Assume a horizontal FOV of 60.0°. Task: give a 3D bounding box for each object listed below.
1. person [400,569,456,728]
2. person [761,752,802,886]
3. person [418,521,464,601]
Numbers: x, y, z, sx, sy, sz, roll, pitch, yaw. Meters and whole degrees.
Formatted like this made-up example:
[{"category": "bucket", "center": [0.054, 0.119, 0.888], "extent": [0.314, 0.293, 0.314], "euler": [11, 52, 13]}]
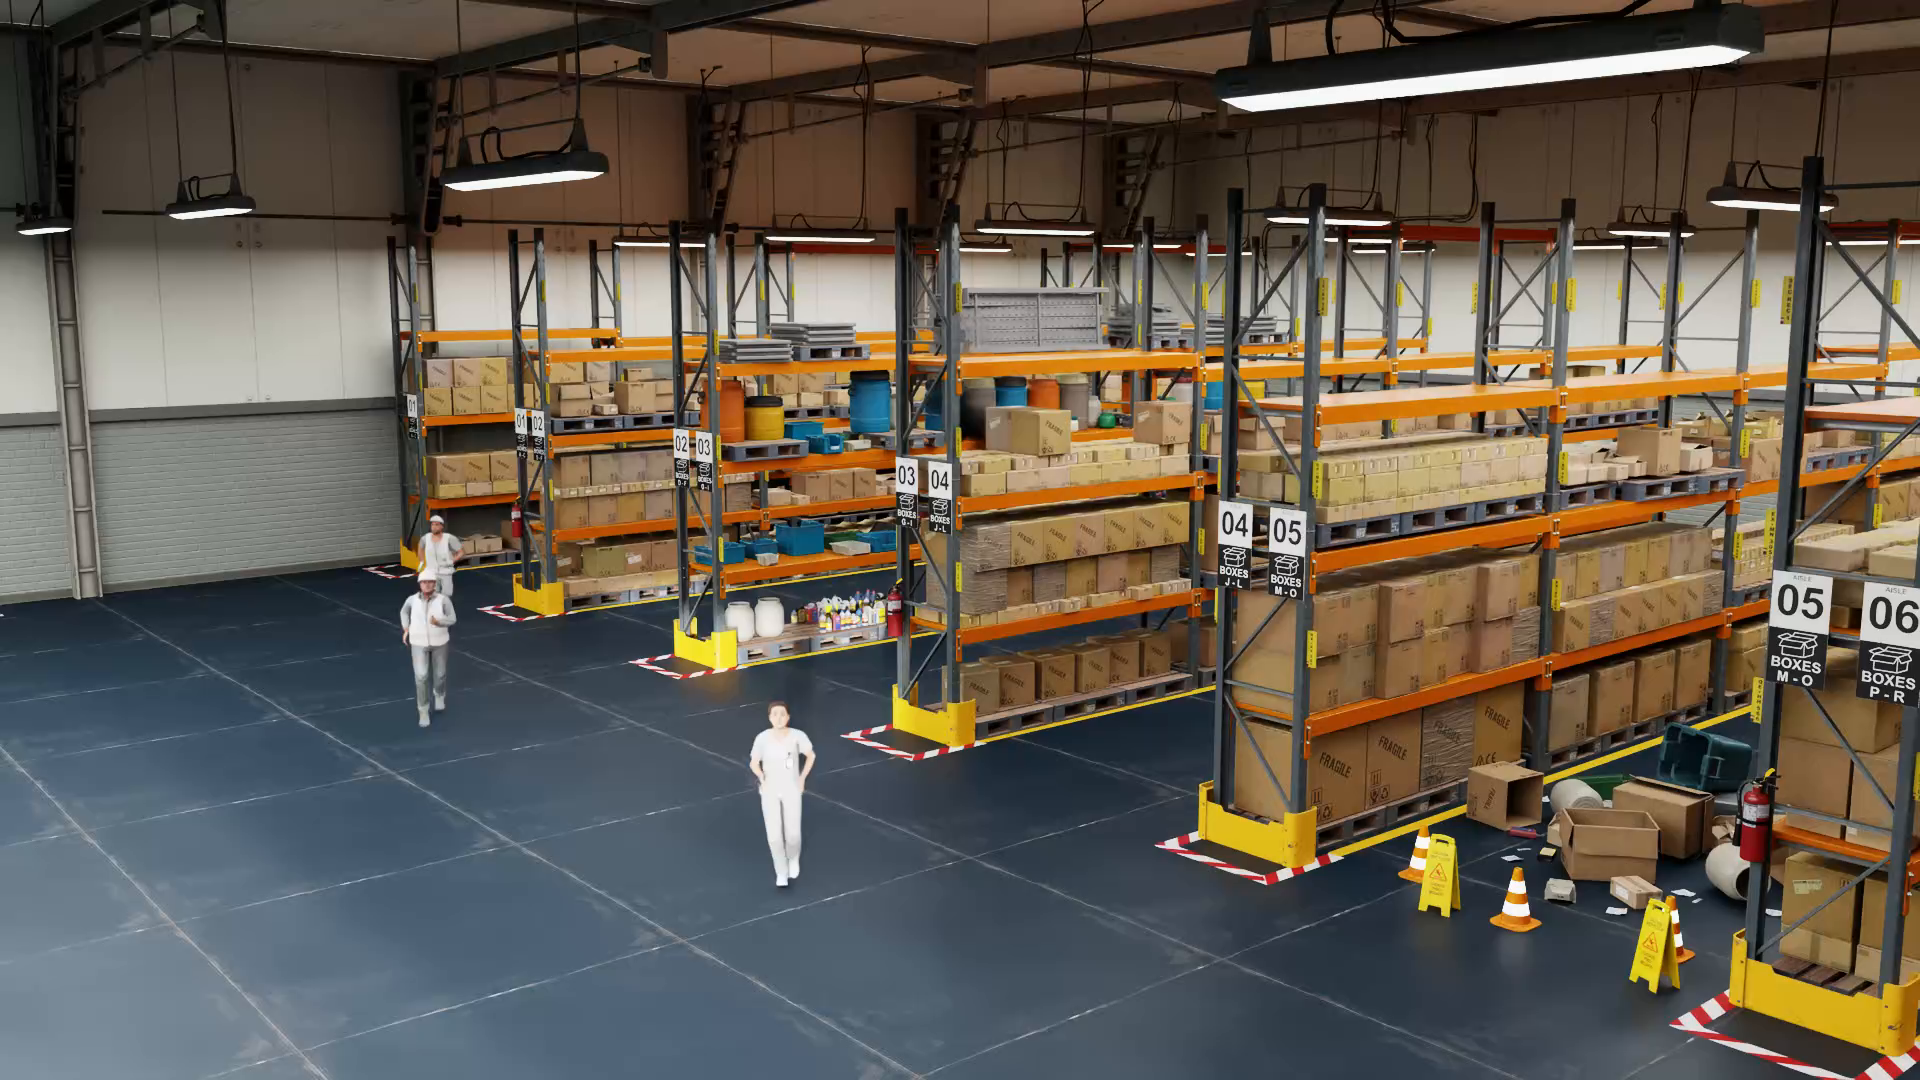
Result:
[{"category": "person", "center": [-6.310, 1.253, 19.788], "extent": [0.633, 1.822, 0.825], "euler": [-3, 9, -18]}, {"category": "person", "center": [-1.532, 2.382, 14.298], "extent": [0.352, 1.214, 0.504], "euler": [0, 9, -2]}, {"category": "person", "center": [-7.646, 0.484, 24.532], "extent": [0.664, 1.651, 0.744], "euler": [-2, 9, -10]}]
